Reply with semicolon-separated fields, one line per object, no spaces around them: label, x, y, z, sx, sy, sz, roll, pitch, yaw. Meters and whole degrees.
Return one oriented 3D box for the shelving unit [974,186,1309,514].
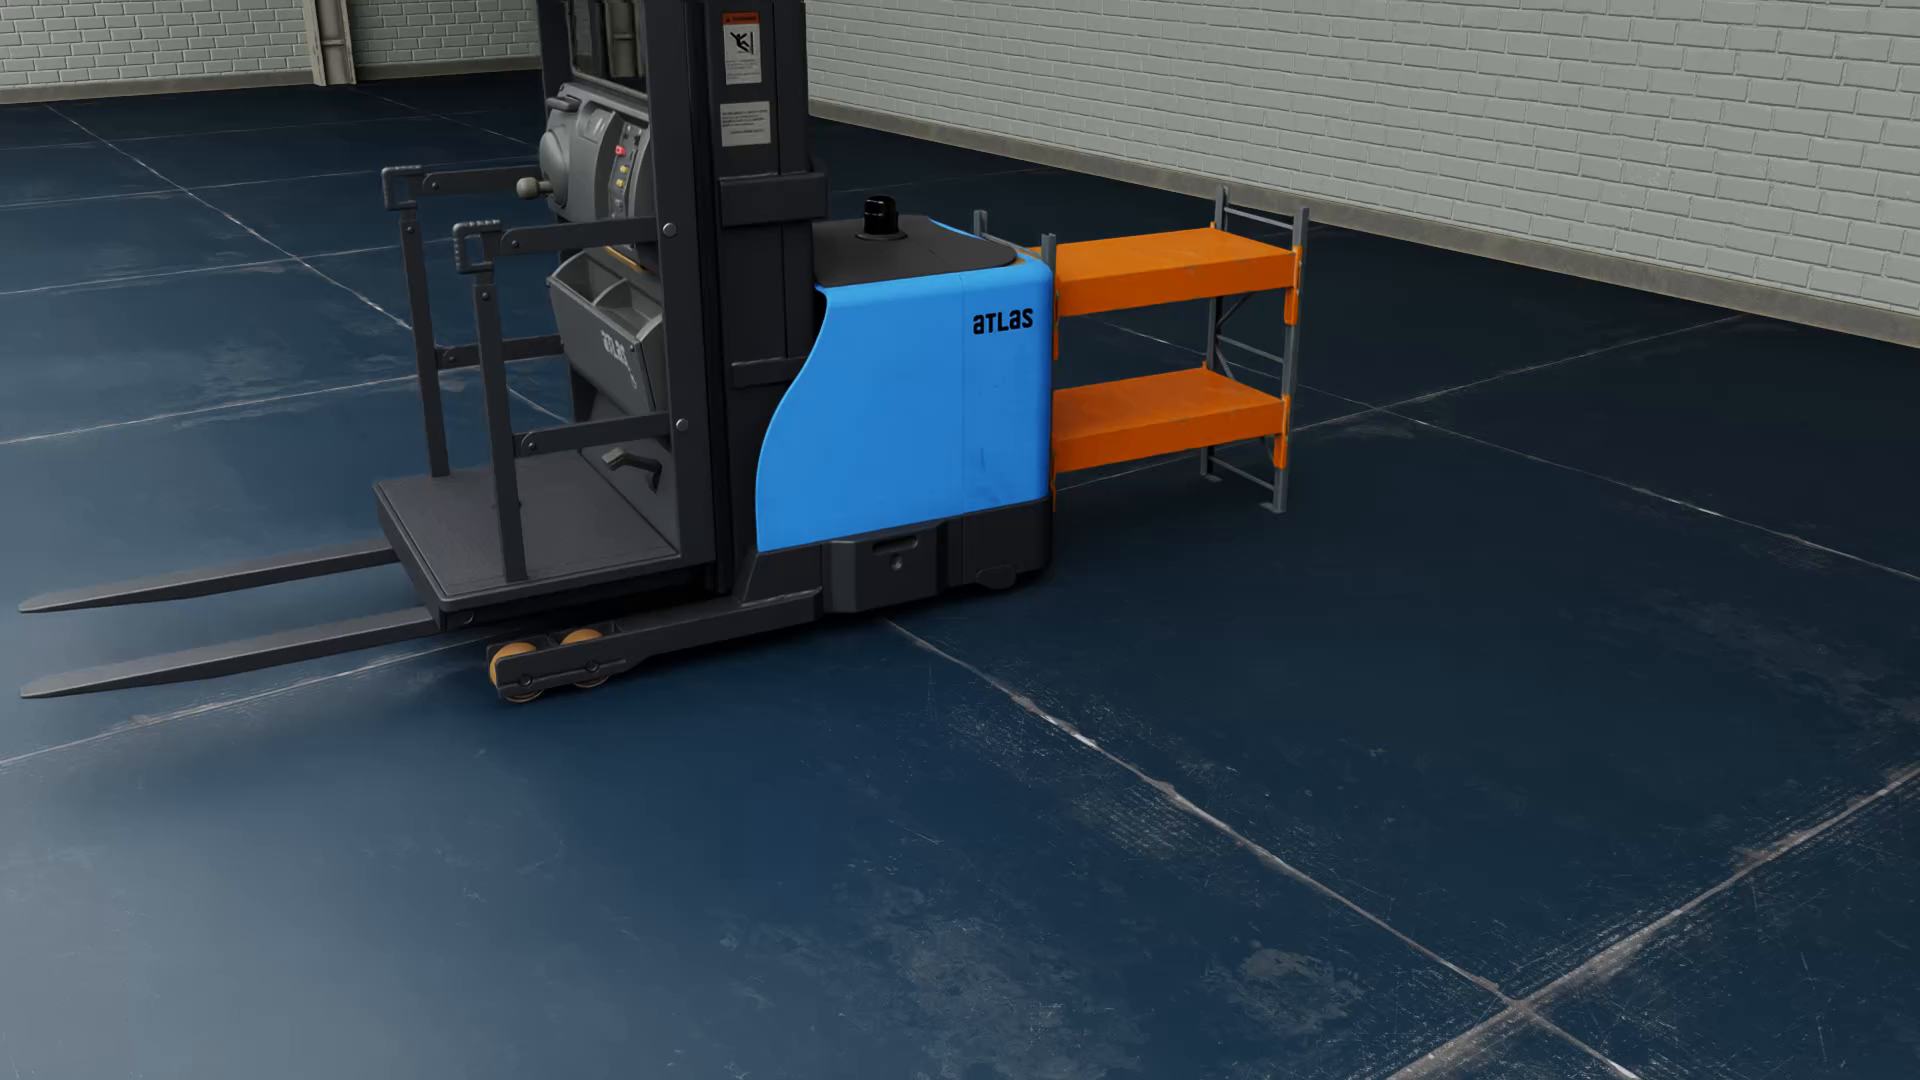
shelving unit;0.626;-0.614;5.918;1.048;1.125;0.538;-11;24;-26

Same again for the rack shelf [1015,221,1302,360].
rack shelf;0.626;-0.886;5.809;1.000;0.278;0.538;-11;24;-26

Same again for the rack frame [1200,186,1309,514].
rack frame;1.075;-0.703;6.140;0.032;1.125;0.500;-11;24;-26

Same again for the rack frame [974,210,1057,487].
rack frame;0.177;-0.526;5.696;0.032;1.125;0.500;-11;24;-26

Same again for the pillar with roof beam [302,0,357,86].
pillar with roof beam;-4.587;-8.073;13.987;0.400;9.000;9.100;-15;26;-33

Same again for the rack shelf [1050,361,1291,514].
rack shelf;0.626;-0.387;6.008;1.000;0.278;0.538;-11;24;-26

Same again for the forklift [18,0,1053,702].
forklift;-1.240;-1.122;4.755;3.031;2.935;1.130;-11;24;-26
